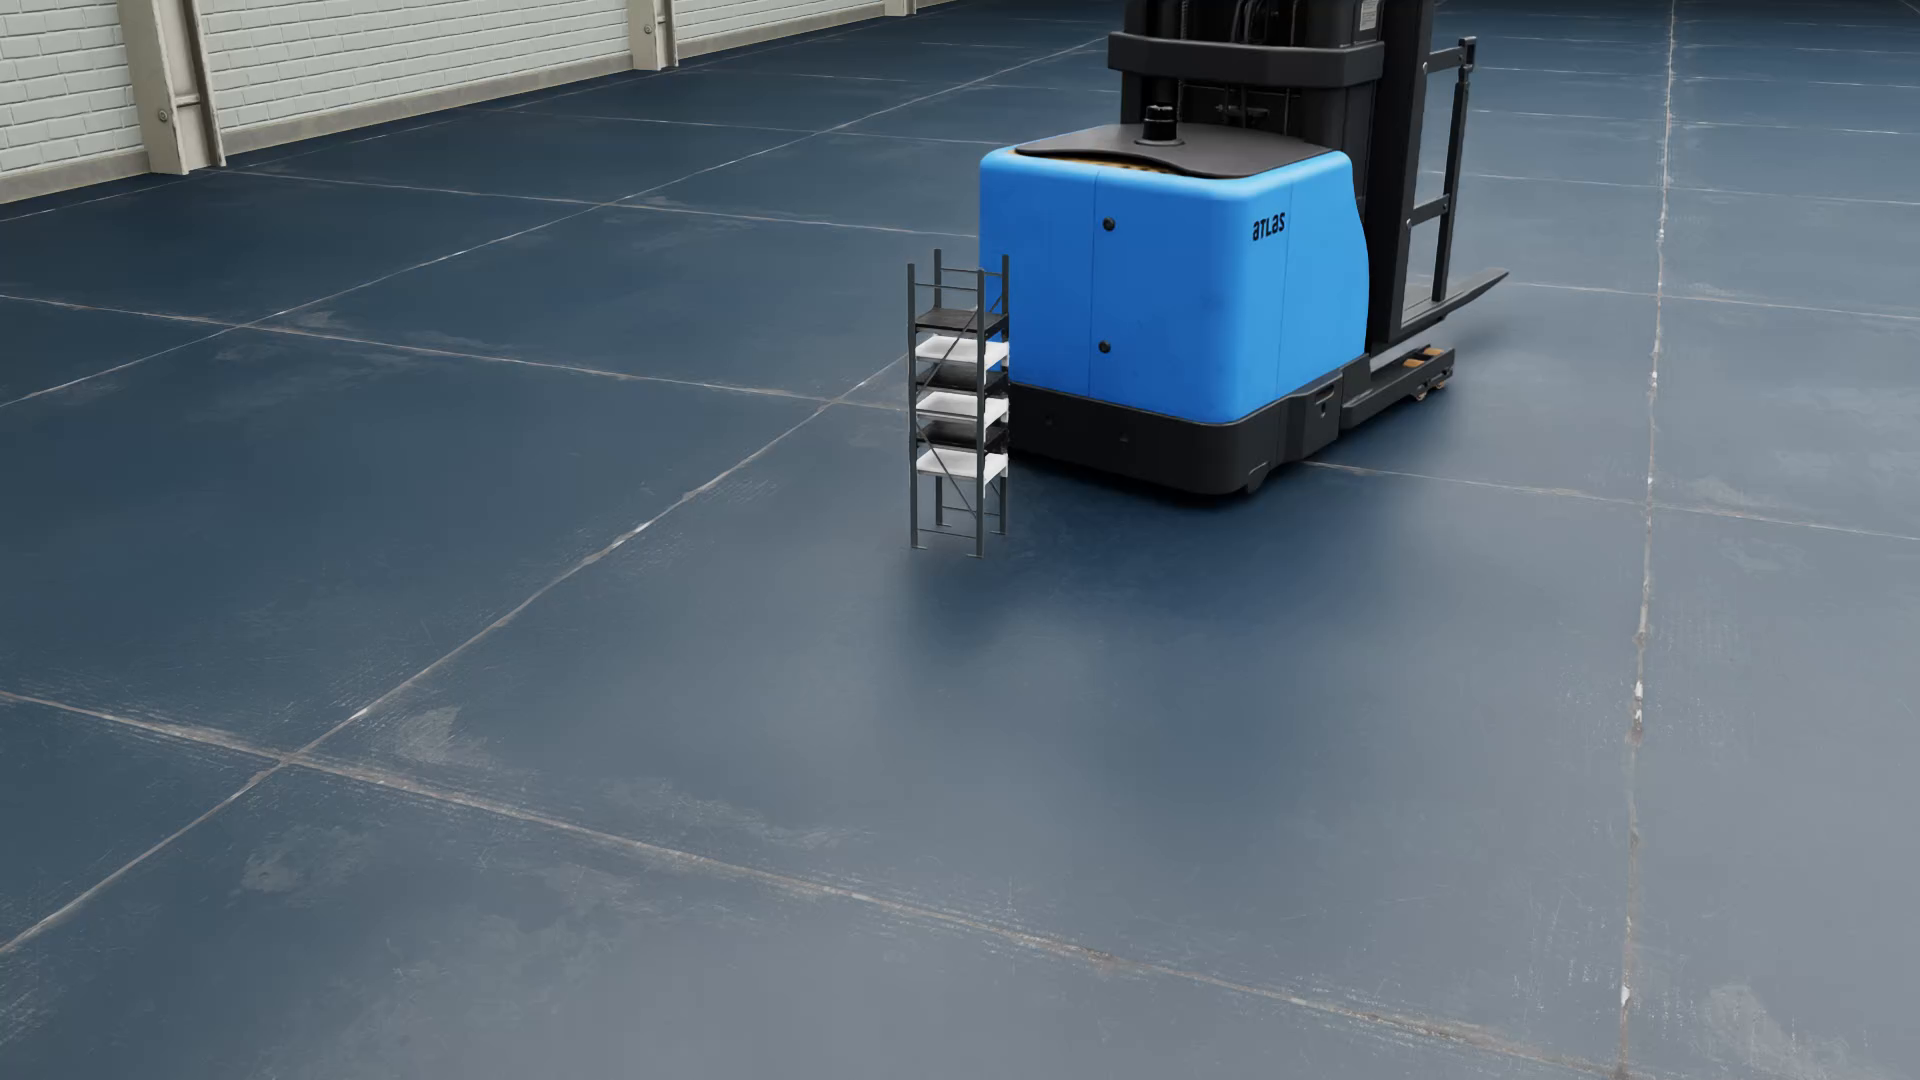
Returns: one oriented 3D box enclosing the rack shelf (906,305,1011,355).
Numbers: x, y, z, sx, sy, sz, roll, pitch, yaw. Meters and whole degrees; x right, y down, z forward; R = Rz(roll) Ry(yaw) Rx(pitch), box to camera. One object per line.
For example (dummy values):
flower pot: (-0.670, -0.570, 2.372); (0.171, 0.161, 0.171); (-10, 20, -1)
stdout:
rack shelf: (-0.003, -0.631, 4.978); (0.258, 0.077, 0.200); (9, 24, 20)

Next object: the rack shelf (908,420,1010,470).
rack shelf: (-0.003, -0.299, 5.117); (0.258, 0.077, 0.200); (9, 24, 20)

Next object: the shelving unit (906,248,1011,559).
shelving unit: (-0.003, -0.412, 5.070); (0.258, 0.900, 0.210); (9, 24, 20)

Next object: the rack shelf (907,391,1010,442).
rack shelf: (-0.003, -0.382, 5.082); (0.258, 0.077, 0.200); (9, 24, 20)

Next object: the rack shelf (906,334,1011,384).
rack shelf: (-0.003, -0.548, 5.013); (0.258, 0.077, 0.200); (9, 24, 20)

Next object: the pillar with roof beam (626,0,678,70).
pillar with roof beam: (0.982, -8.206, 13.221); (9.100, 9.000, 0.400); (9, 24, 20)

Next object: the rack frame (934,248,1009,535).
rack frame: (0.035, -0.449, 5.157); (0.240, 0.900, 0.006); (9, 24, 20)

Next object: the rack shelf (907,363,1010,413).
rack shelf: (-0.003, -0.465, 5.048); (0.258, 0.077, 0.200); (9, 24, 20)

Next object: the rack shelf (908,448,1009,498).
rack shelf: (-0.003, -0.215, 5.152); (0.258, 0.077, 0.200); (9, 24, 20)

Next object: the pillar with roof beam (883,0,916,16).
pillar with roof beam: (3.211, -10.353, 18.361); (9.100, 9.000, 0.400); (9, 24, 20)

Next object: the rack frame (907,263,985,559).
rack frame: (-0.041, -0.376, 4.983); (0.240, 0.900, 0.006); (9, 24, 20)

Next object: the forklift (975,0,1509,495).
forklift: (1.342, -2.003, 6.242); (1.130, 2.935, 3.031); (16, 28, 34)

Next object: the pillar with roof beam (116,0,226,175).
pillar with roof beam: (-1.247, -6.059, 8.080); (9.100, 9.000, 0.400); (9, 24, 20)
